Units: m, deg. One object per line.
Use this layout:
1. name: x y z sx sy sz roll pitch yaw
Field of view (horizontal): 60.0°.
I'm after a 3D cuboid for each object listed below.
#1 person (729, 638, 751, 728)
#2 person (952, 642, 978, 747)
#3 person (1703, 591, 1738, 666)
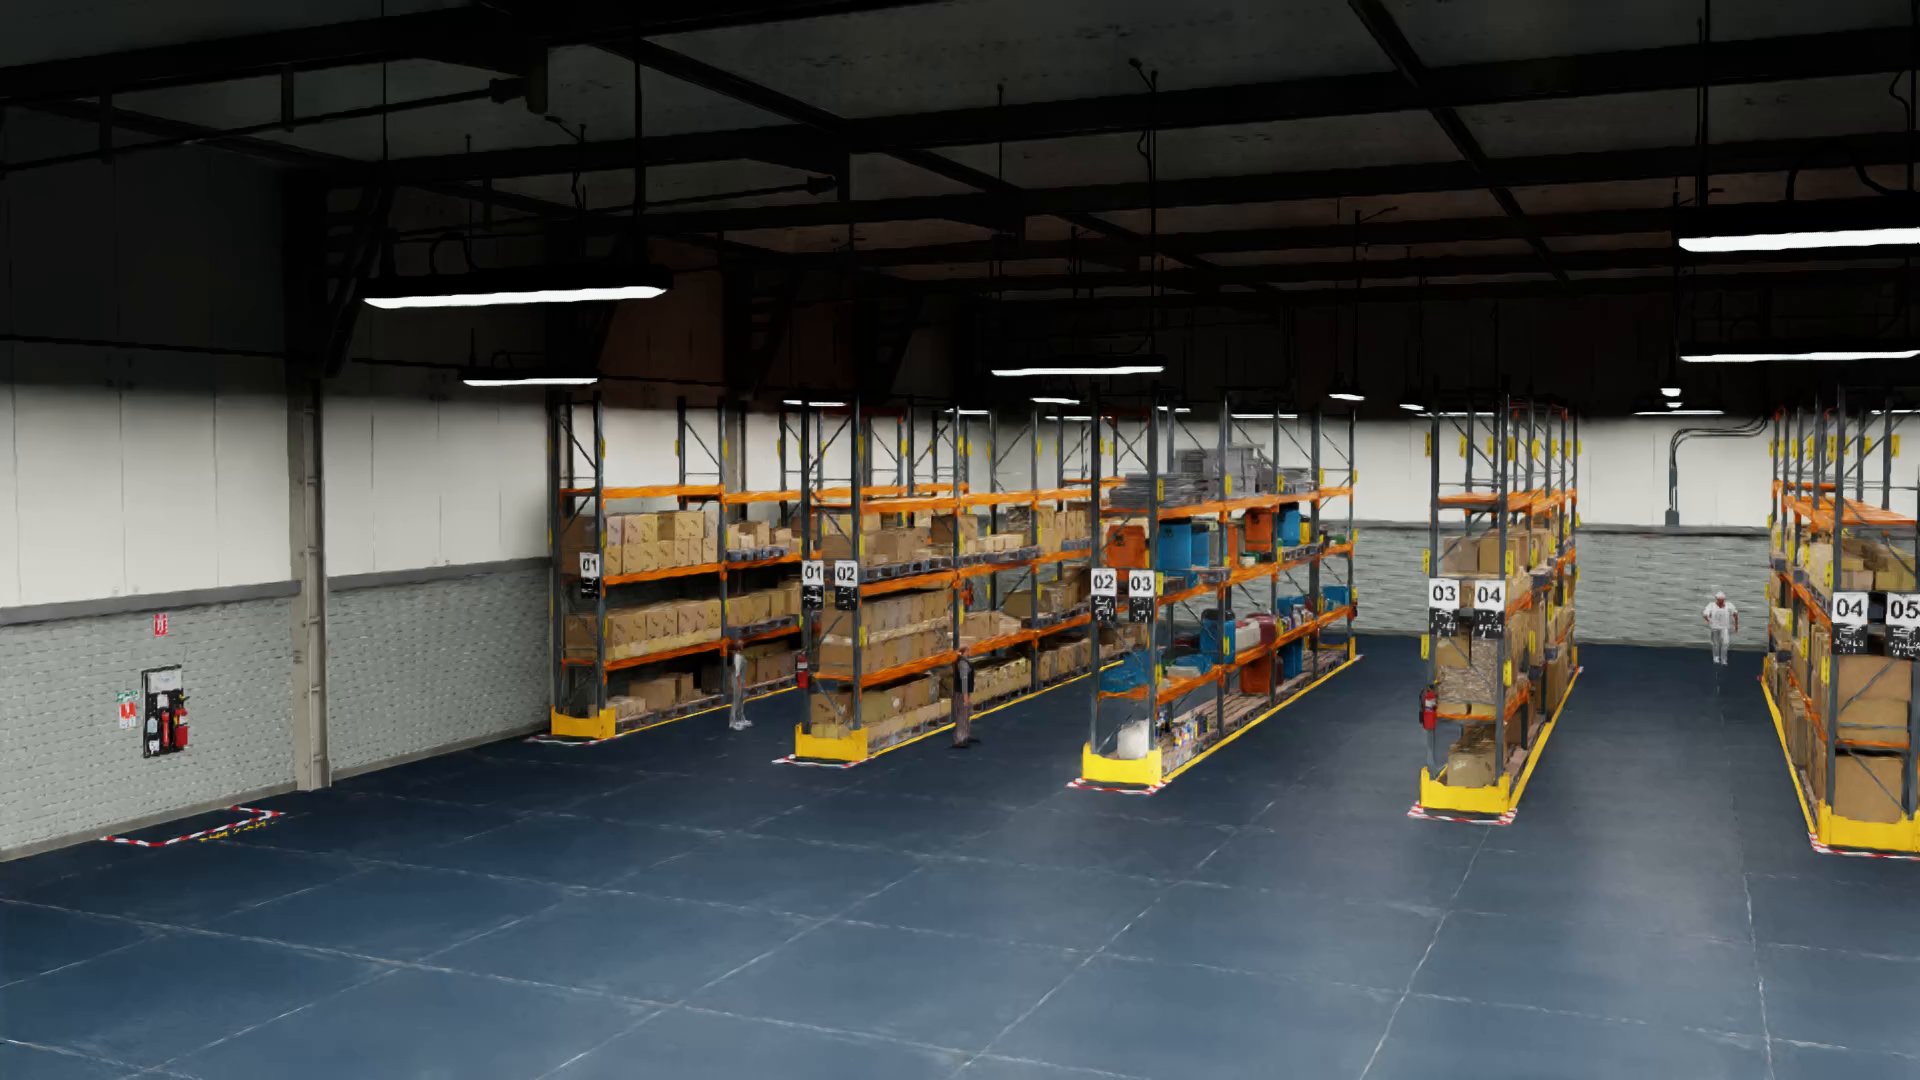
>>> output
1. person: -3.939 2.546 29.772 0.401 1.600 0.472 0 3 -8
2. person: 0.108 2.577 27.975 0.453 1.731 0.605 0 3 -6
3. person: 17.612 2.025 38.518 0.731 1.691 0.878 2 4 29
